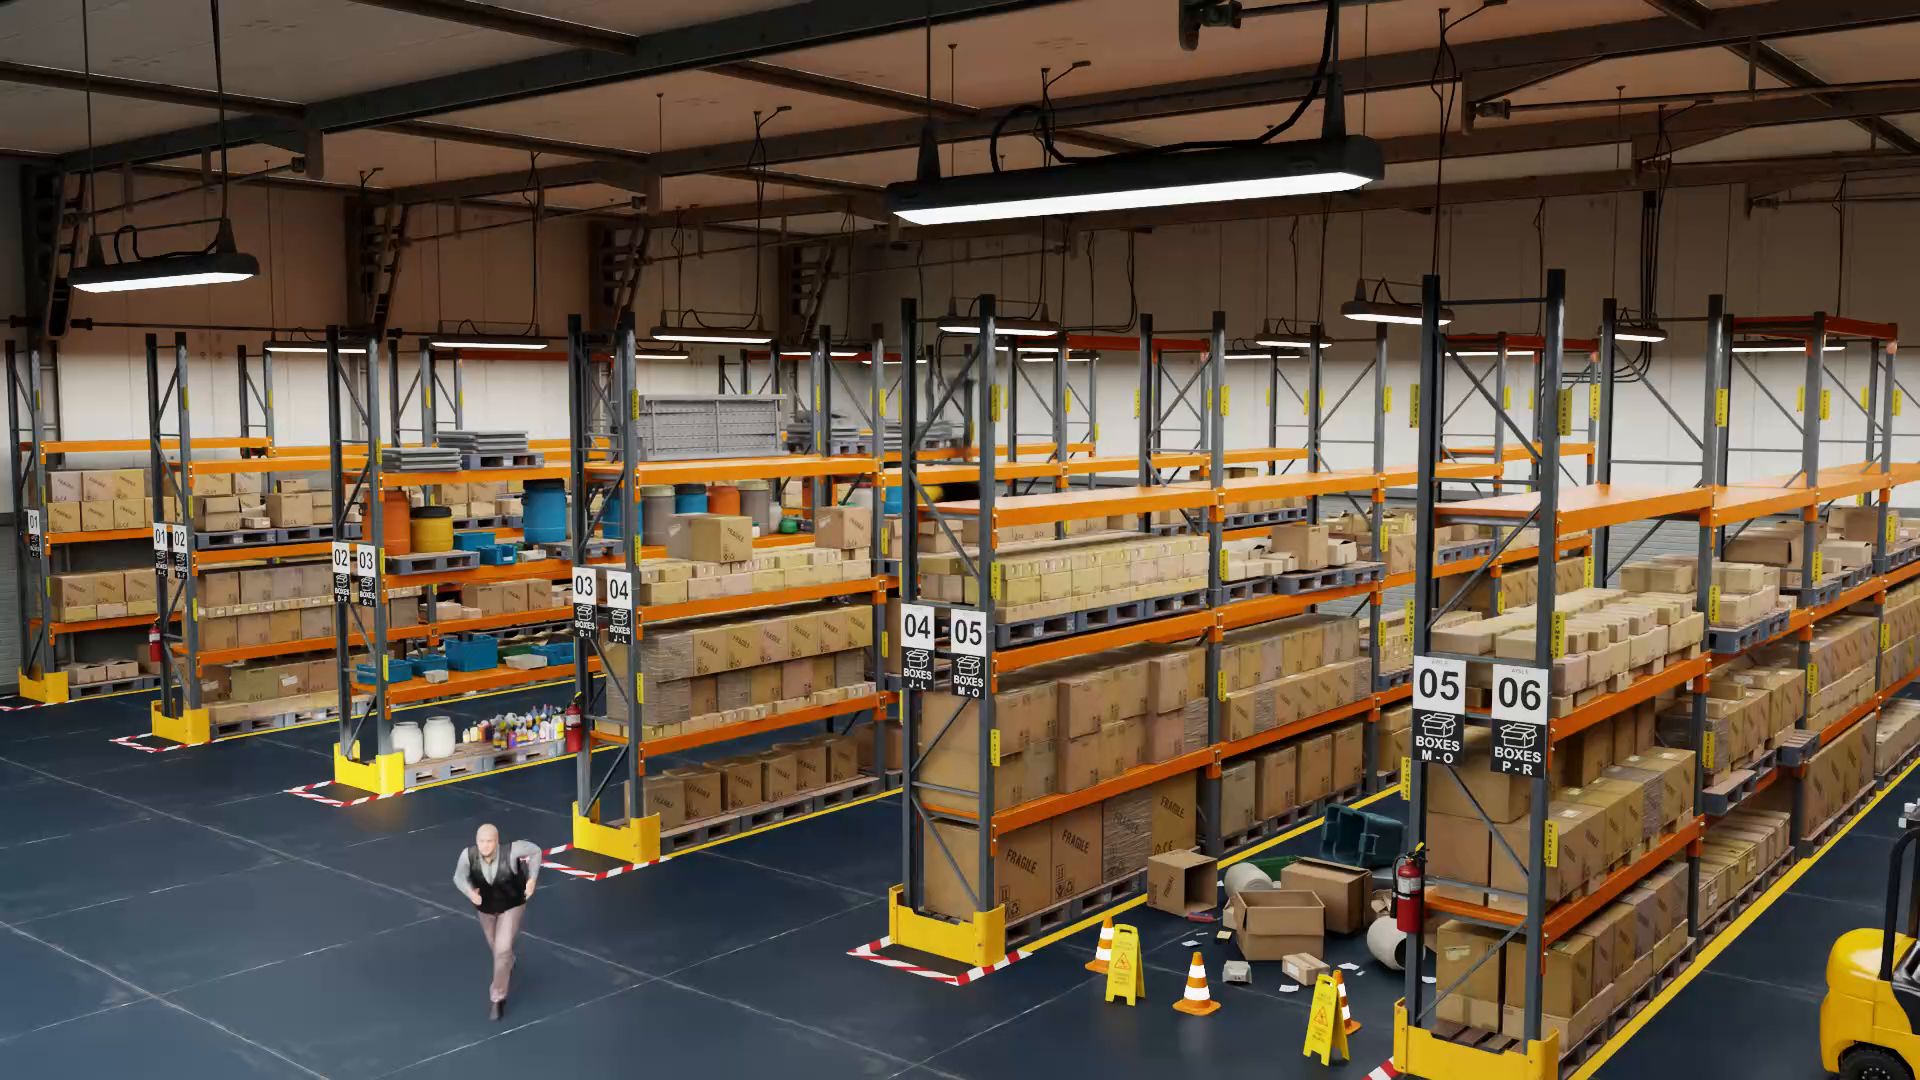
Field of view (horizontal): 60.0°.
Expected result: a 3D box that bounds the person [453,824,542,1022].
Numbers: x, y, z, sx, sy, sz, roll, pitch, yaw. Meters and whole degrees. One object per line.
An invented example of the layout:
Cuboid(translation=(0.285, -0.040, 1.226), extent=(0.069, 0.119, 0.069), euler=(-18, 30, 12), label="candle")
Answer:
Cuboid(translation=(-3.855, 3.123, 13.989), extent=(0.701, 1.682, 0.987), euler=(0, 5, -5), label="person")
